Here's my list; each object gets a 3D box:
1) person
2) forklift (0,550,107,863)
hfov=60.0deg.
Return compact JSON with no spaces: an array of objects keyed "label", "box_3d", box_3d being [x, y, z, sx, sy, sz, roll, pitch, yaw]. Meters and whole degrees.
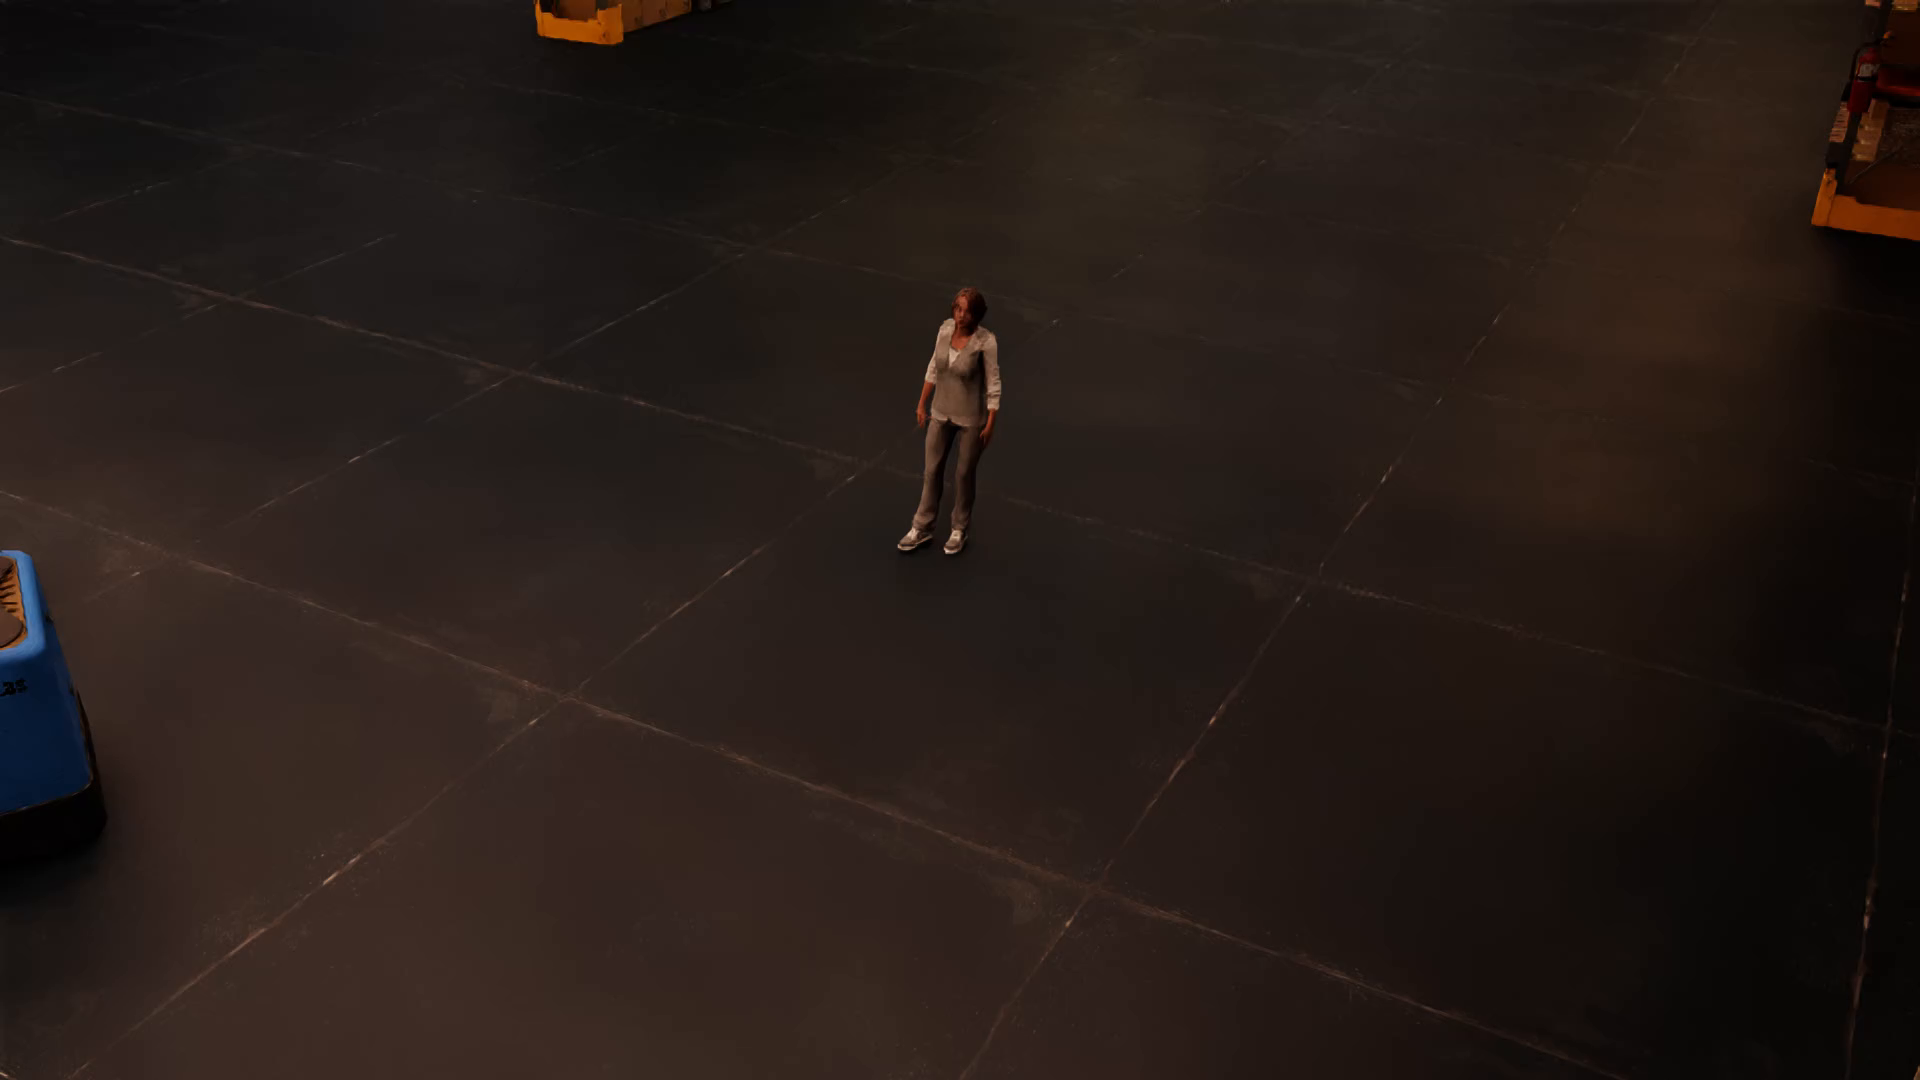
[{"label":"person","box_3d":[-0.048,-0.669,9.550,0.521,1.597,0.474,15,33,25]},{"label":"forklift","box_3d":[-5.447,0.262,6.616,3.031,2.935,1.130,-16,34,-25]}]
